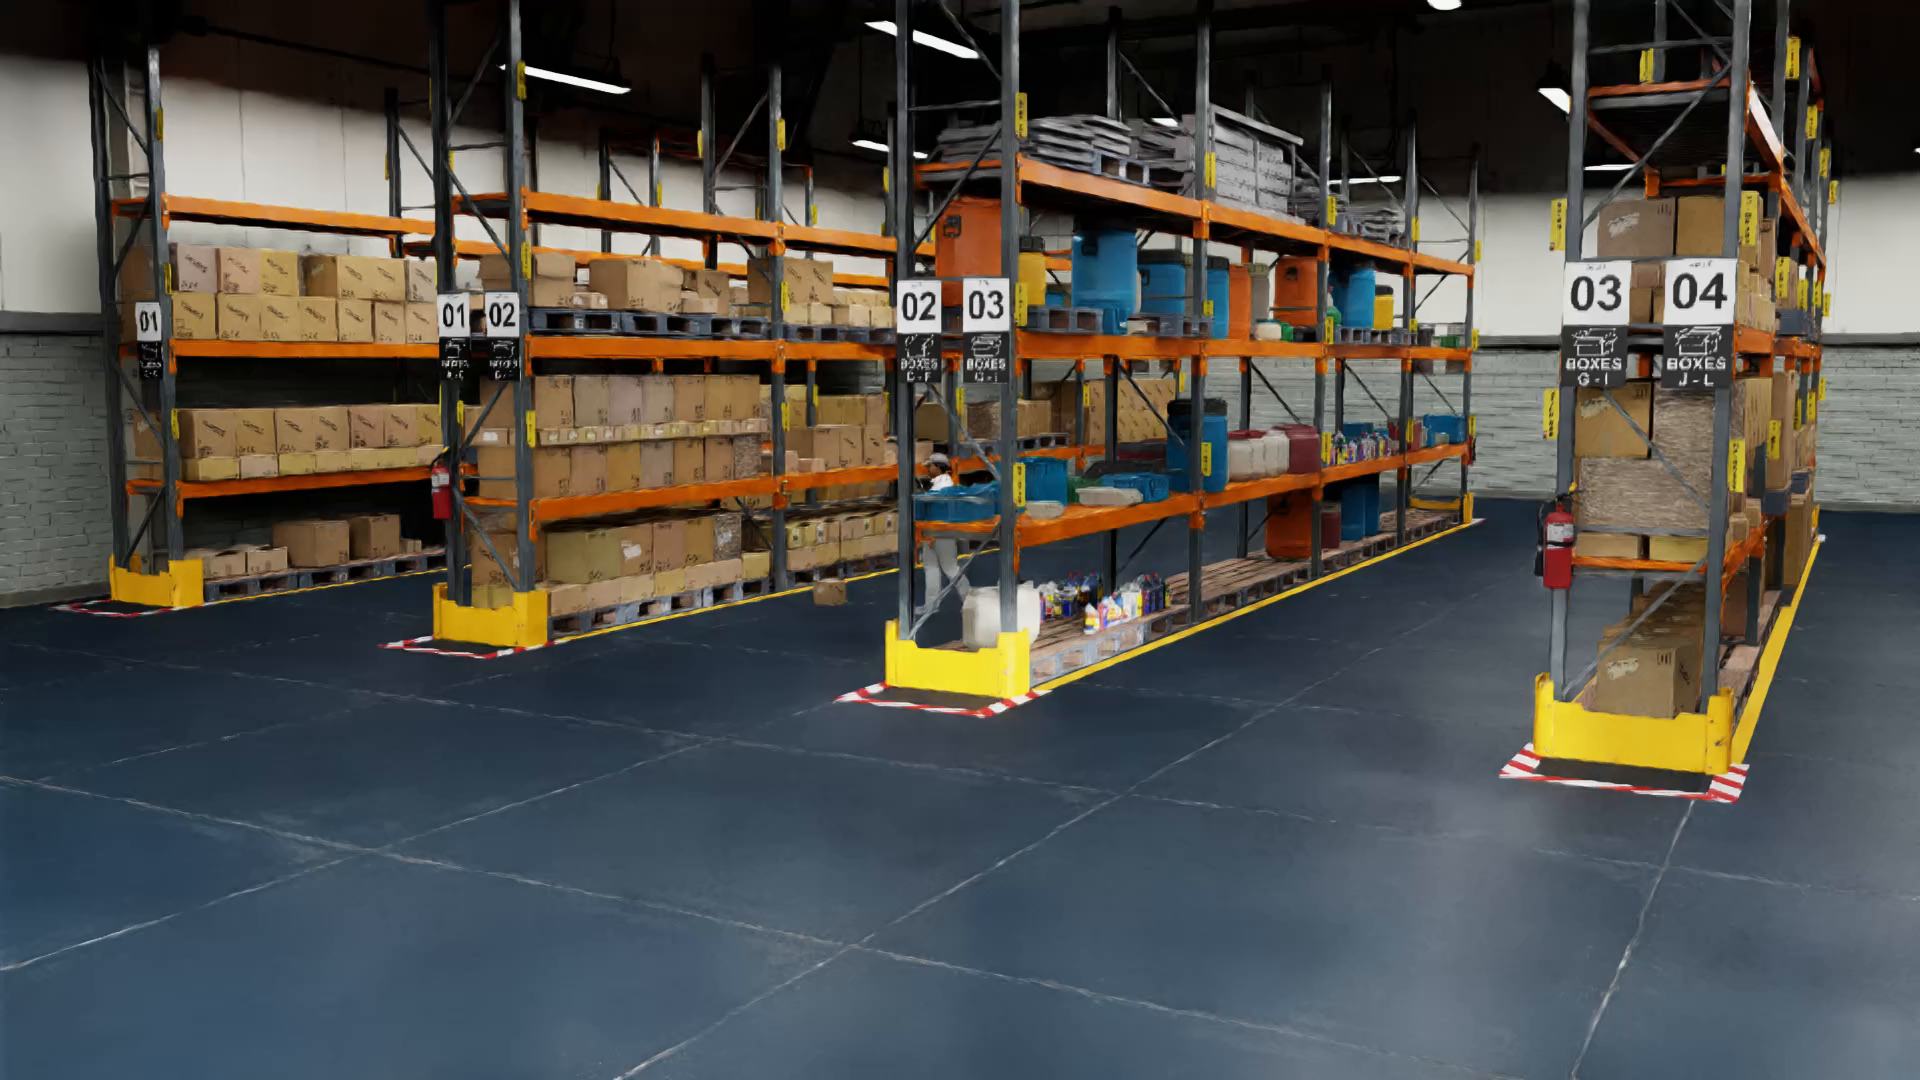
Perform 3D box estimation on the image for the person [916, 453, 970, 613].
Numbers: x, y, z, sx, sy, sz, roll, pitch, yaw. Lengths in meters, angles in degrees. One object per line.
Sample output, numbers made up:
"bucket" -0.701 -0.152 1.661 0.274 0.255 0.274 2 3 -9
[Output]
"person" -0.158 -0.068 17.039 0.659 1.655 0.603 -1 6 -8
